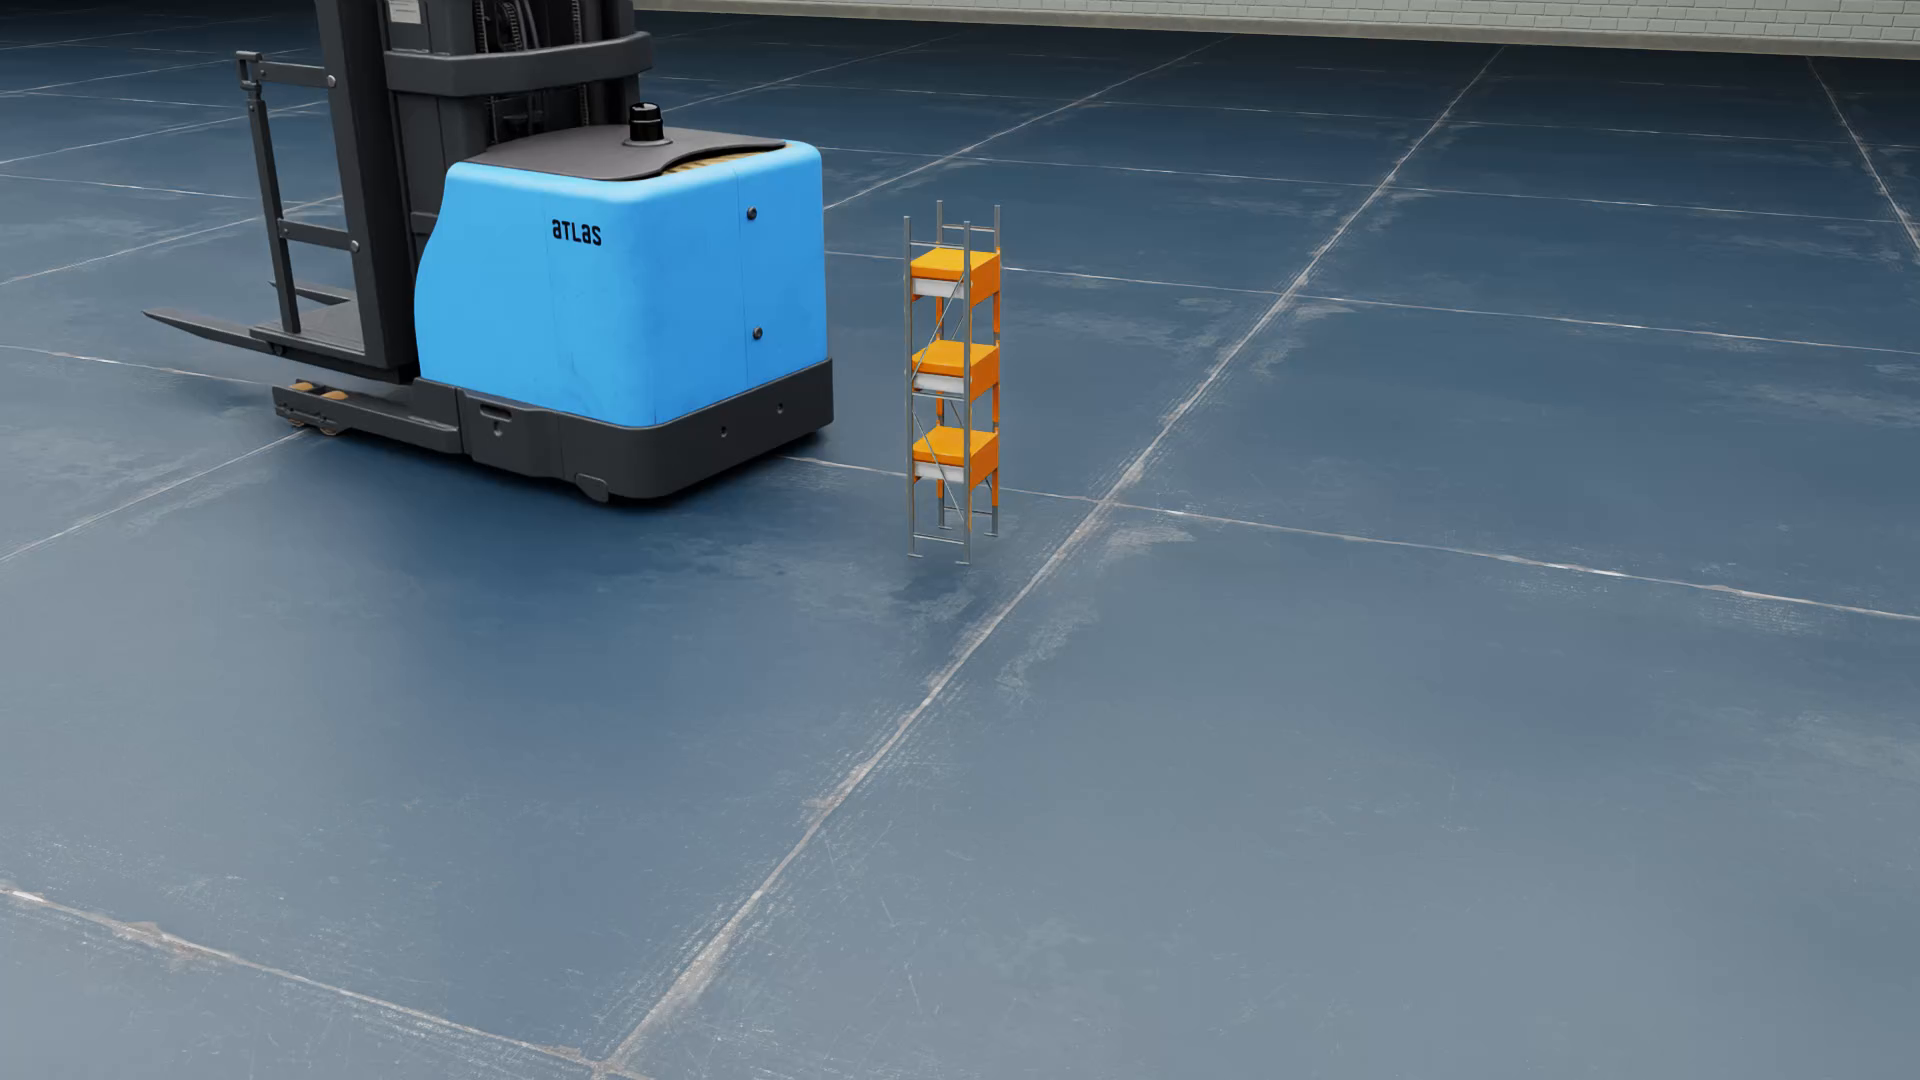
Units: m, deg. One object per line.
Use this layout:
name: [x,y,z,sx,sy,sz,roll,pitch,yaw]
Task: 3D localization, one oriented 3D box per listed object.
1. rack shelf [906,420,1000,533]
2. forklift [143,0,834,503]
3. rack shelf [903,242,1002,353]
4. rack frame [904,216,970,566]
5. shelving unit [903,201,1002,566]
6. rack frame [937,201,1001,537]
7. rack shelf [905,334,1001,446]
rack shelf: [-0.020,-0.199,5.113,0.215,0.259,0.240,9,24,20]
forklift: [-1.977,-1.892,5.977,3.031,2.935,1.130,14,27,30]
rack shelf: [-0.020,-0.717,4.897,0.215,0.259,0.240,9,24,20]
rack frame: [-0.065,-0.422,4.897,0.200,1.050,0.008,9,24,20]
shelving unit: [-0.020,-0.465,5.002,0.215,1.050,0.252,9,24,20]
rack frame: [0.025,-0.509,5.106,0.200,1.050,0.008,9,24,20]
rack shelf: [-0.020,-0.456,5.006,0.215,0.259,0.240,9,24,20]
